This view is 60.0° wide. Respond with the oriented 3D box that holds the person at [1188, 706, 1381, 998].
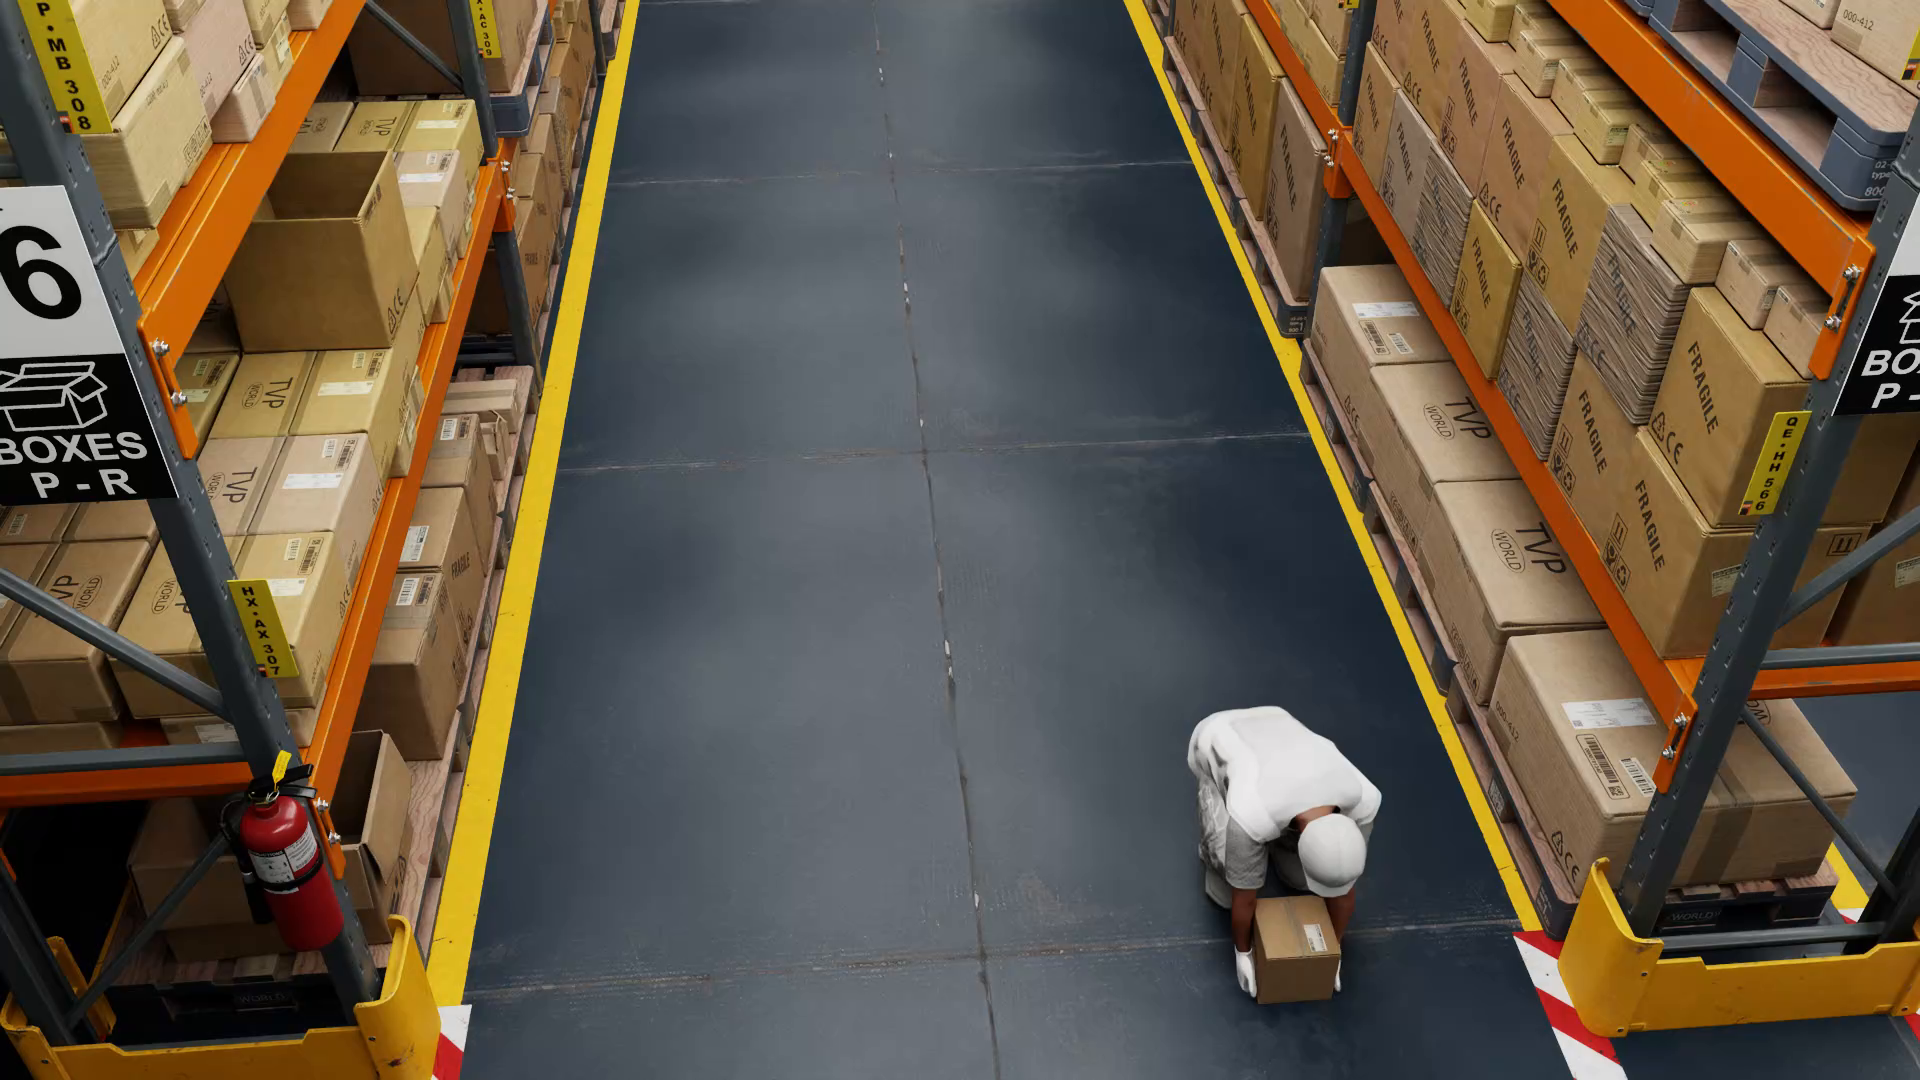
[{"bbox_3d":[1.108,1.016,5.737,0.561,0.876,0.947,-5,39,-6],"label":"person"}]
